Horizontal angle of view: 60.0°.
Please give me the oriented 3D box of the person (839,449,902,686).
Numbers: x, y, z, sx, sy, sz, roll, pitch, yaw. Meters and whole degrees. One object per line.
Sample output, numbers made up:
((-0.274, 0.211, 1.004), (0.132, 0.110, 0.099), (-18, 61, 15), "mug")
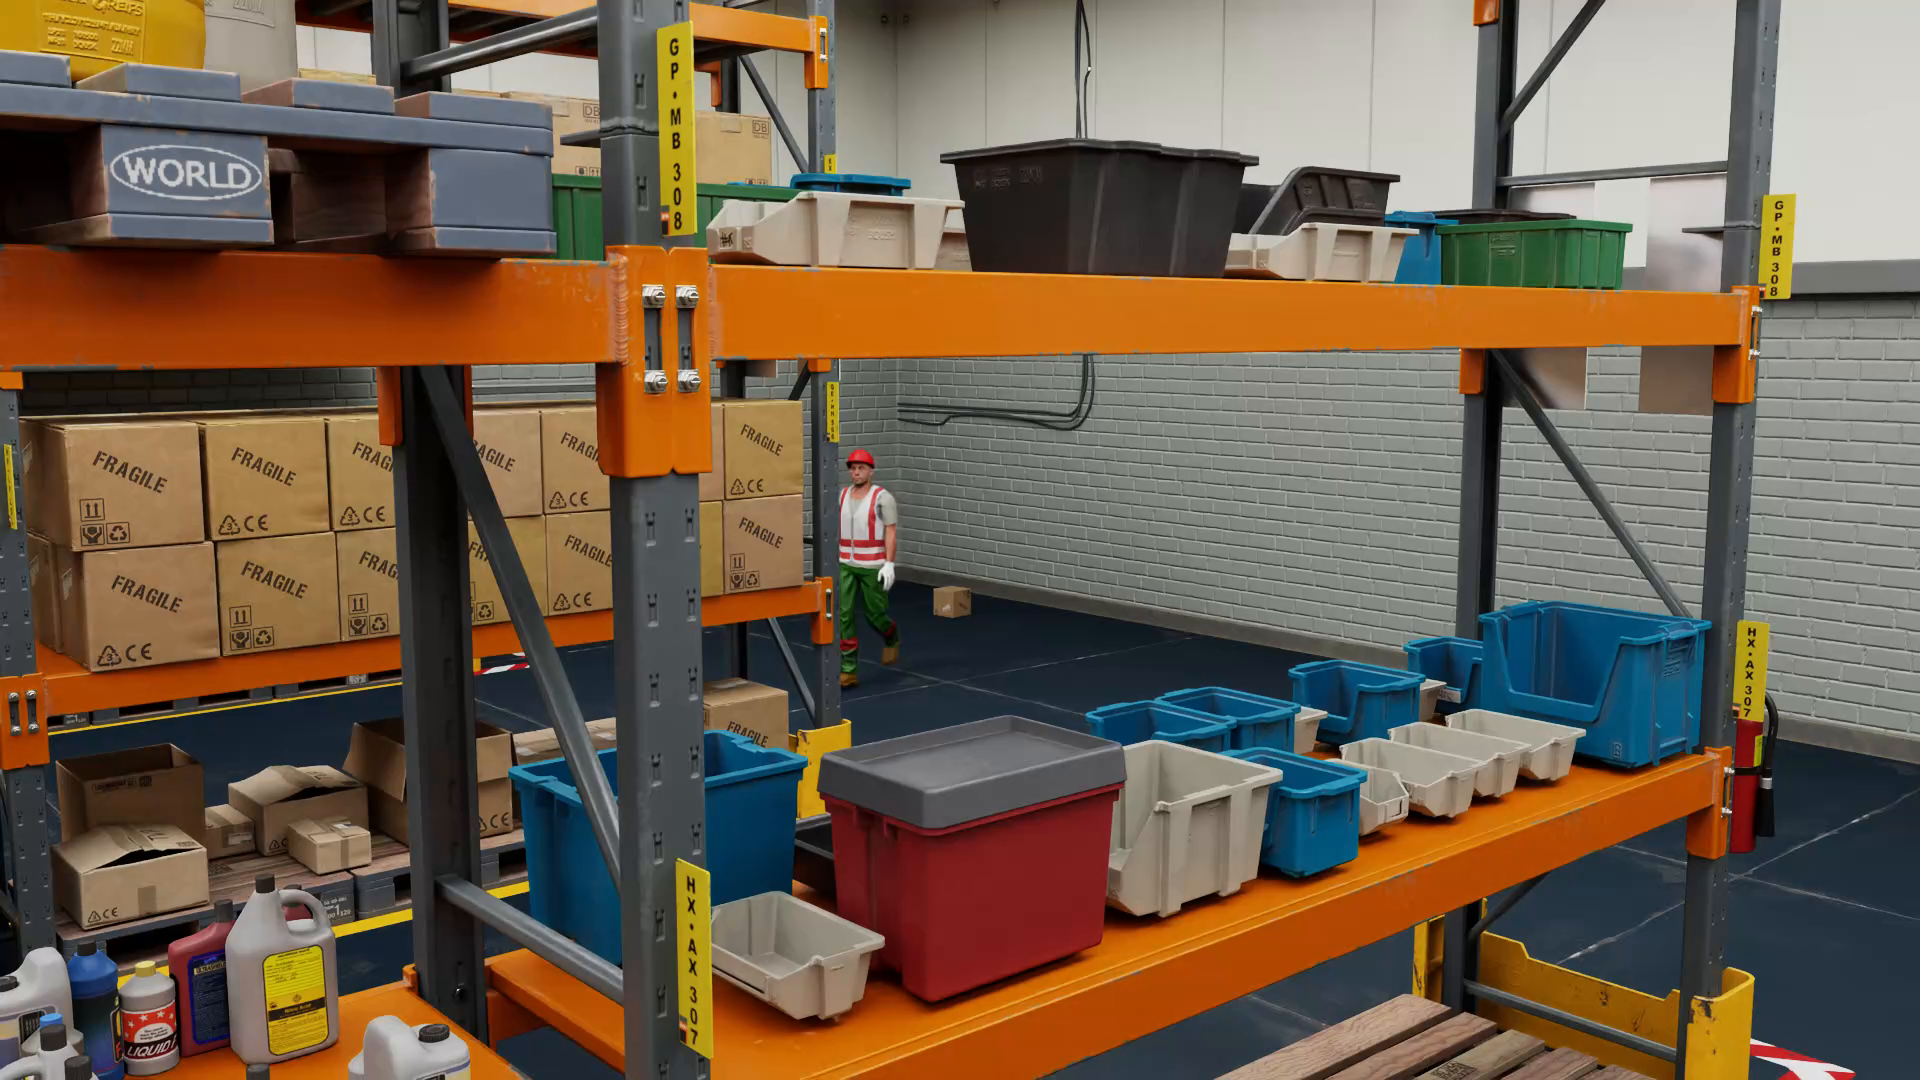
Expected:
((-0.722, 0.193, 12.605), (0.555, 1.766, 0.842), (3, 8, 22), "person")
